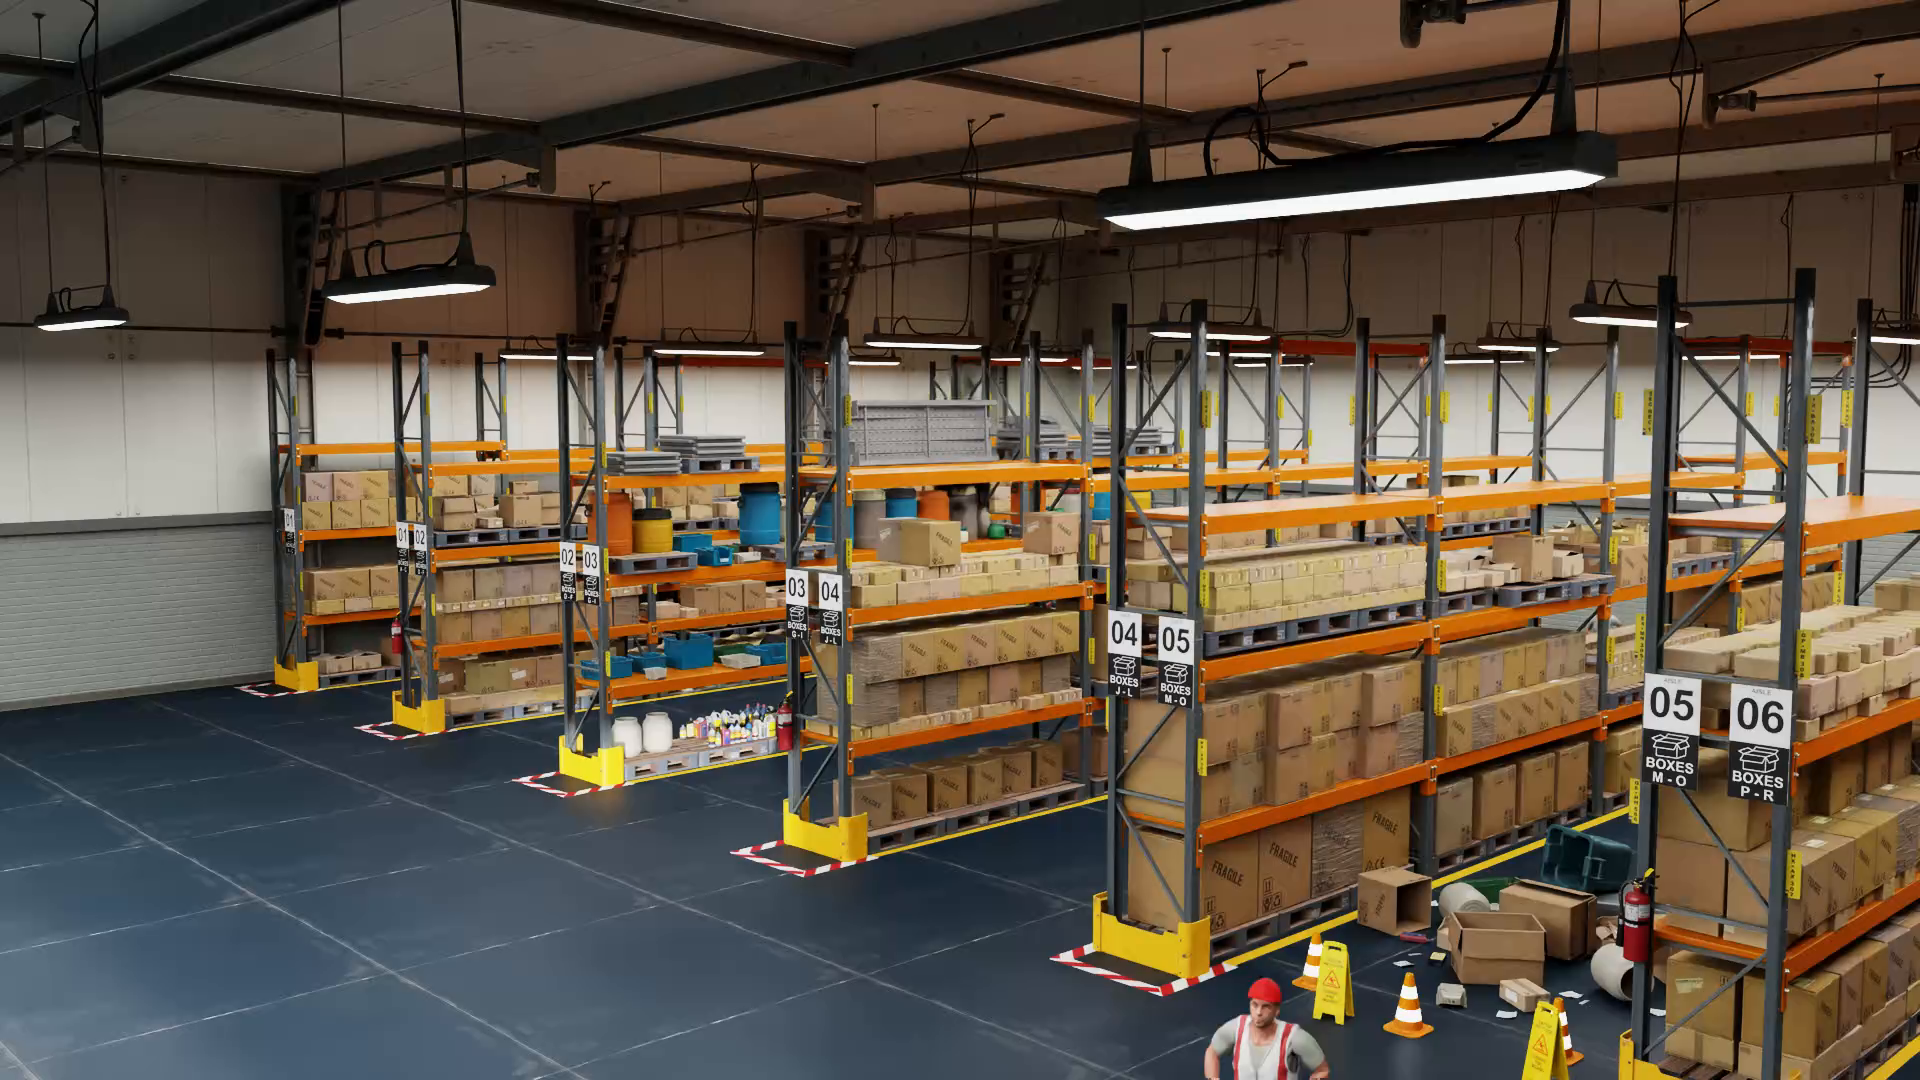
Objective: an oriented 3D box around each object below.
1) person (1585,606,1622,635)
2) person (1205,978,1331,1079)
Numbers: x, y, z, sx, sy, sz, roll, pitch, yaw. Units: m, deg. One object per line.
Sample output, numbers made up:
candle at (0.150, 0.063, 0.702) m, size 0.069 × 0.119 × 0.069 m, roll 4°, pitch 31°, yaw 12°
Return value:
person at (11.198, 1.881, 28.956) m, size 0.590 × 1.624 × 0.990 m, roll 2°, pitch 5°, yaw 23°
person at (1.749, 3.452, 9.918) m, size 0.885 × 1.778 × 0.732 m, roll 2°, pitch 5°, yaw 22°
